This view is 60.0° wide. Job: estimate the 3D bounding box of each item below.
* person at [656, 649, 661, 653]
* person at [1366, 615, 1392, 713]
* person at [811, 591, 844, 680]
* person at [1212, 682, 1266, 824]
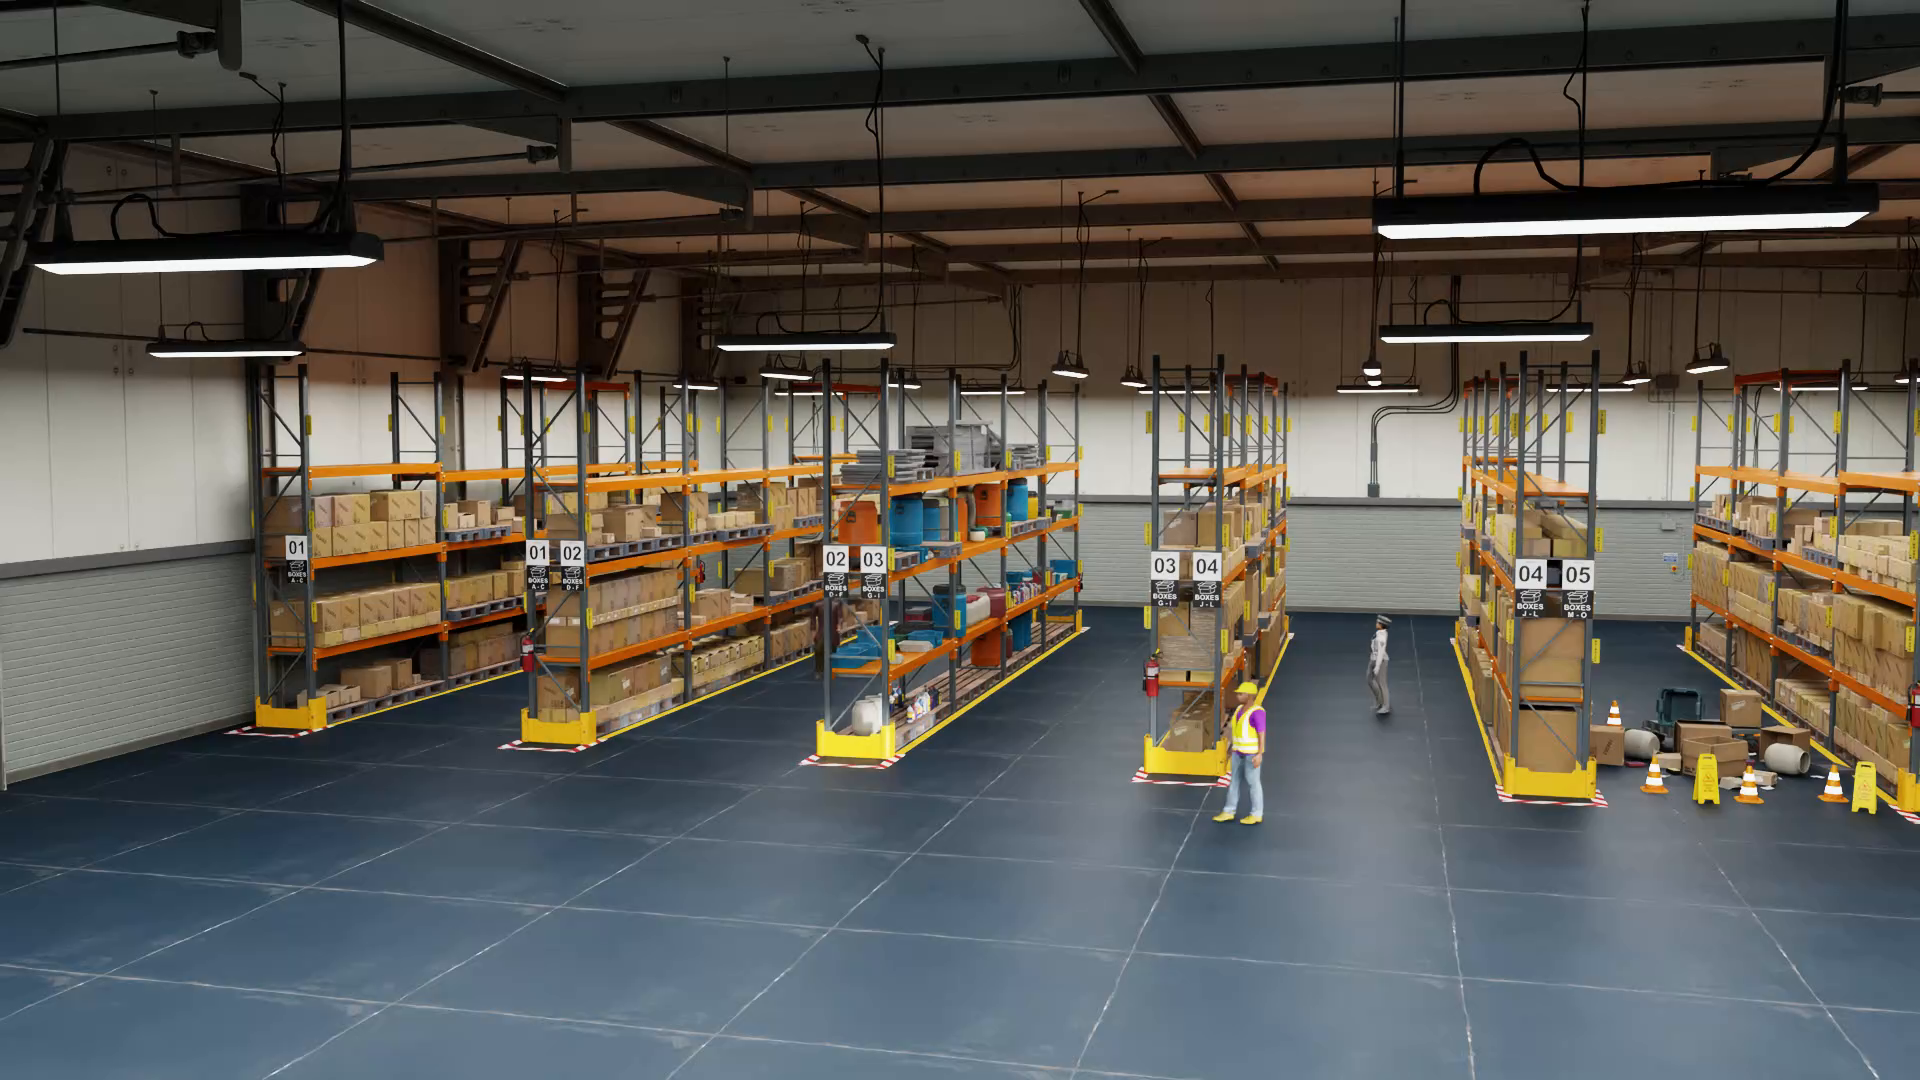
[{"bbox_3d":[-6.491,1.719,34.759,0.572,1.786,0.628,-2,4,-26],"label":"person"},{"bbox_3d":[7.323,2.159,29.059,0.390,1.706,0.603,0,4,-3],"label":"person"},{"bbox_3d":[-2.638,1.882,33.039,0.744,1.814,0.917,1,4,17],"label":"person"},{"bbox_3d":[3.528,2.678,20.889,0.575,1.778,0.585,-2,4,-25],"label":"person"}]
